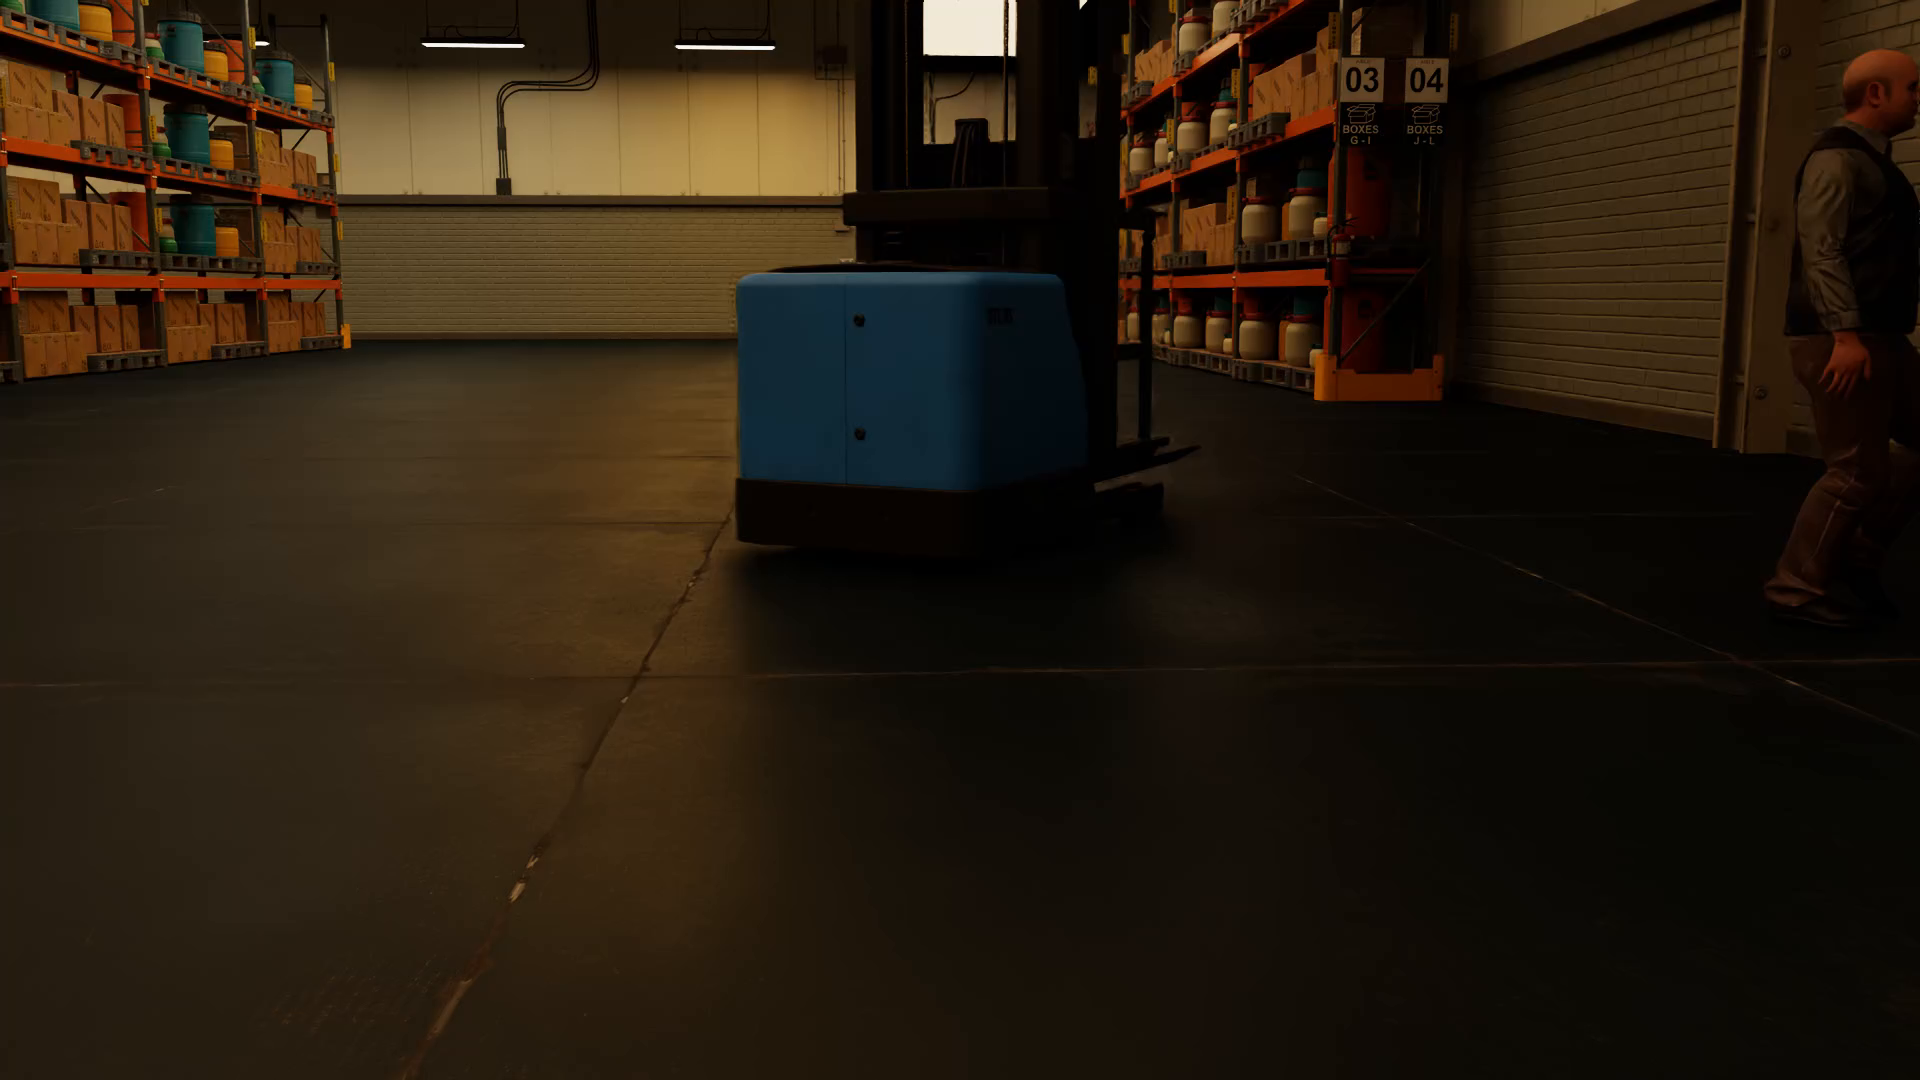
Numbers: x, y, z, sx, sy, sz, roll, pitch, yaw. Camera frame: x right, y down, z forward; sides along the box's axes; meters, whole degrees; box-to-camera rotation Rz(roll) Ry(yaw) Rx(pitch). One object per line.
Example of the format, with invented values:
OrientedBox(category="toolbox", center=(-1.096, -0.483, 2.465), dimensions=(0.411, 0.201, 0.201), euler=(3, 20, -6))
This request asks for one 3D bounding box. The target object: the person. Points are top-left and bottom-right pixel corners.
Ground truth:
OrientedBox(category="person", center=(2.769, -0.563, 4.922), dimensions=(0.542, 1.749, 0.616), euler=(6, 10, 35))

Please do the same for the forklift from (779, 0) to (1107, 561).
OrientedBox(category="forklift", center=(0.075, -1.548, 7.258), dimensions=(1.130, 2.935, 3.031), euler=(1, 9, 9))
